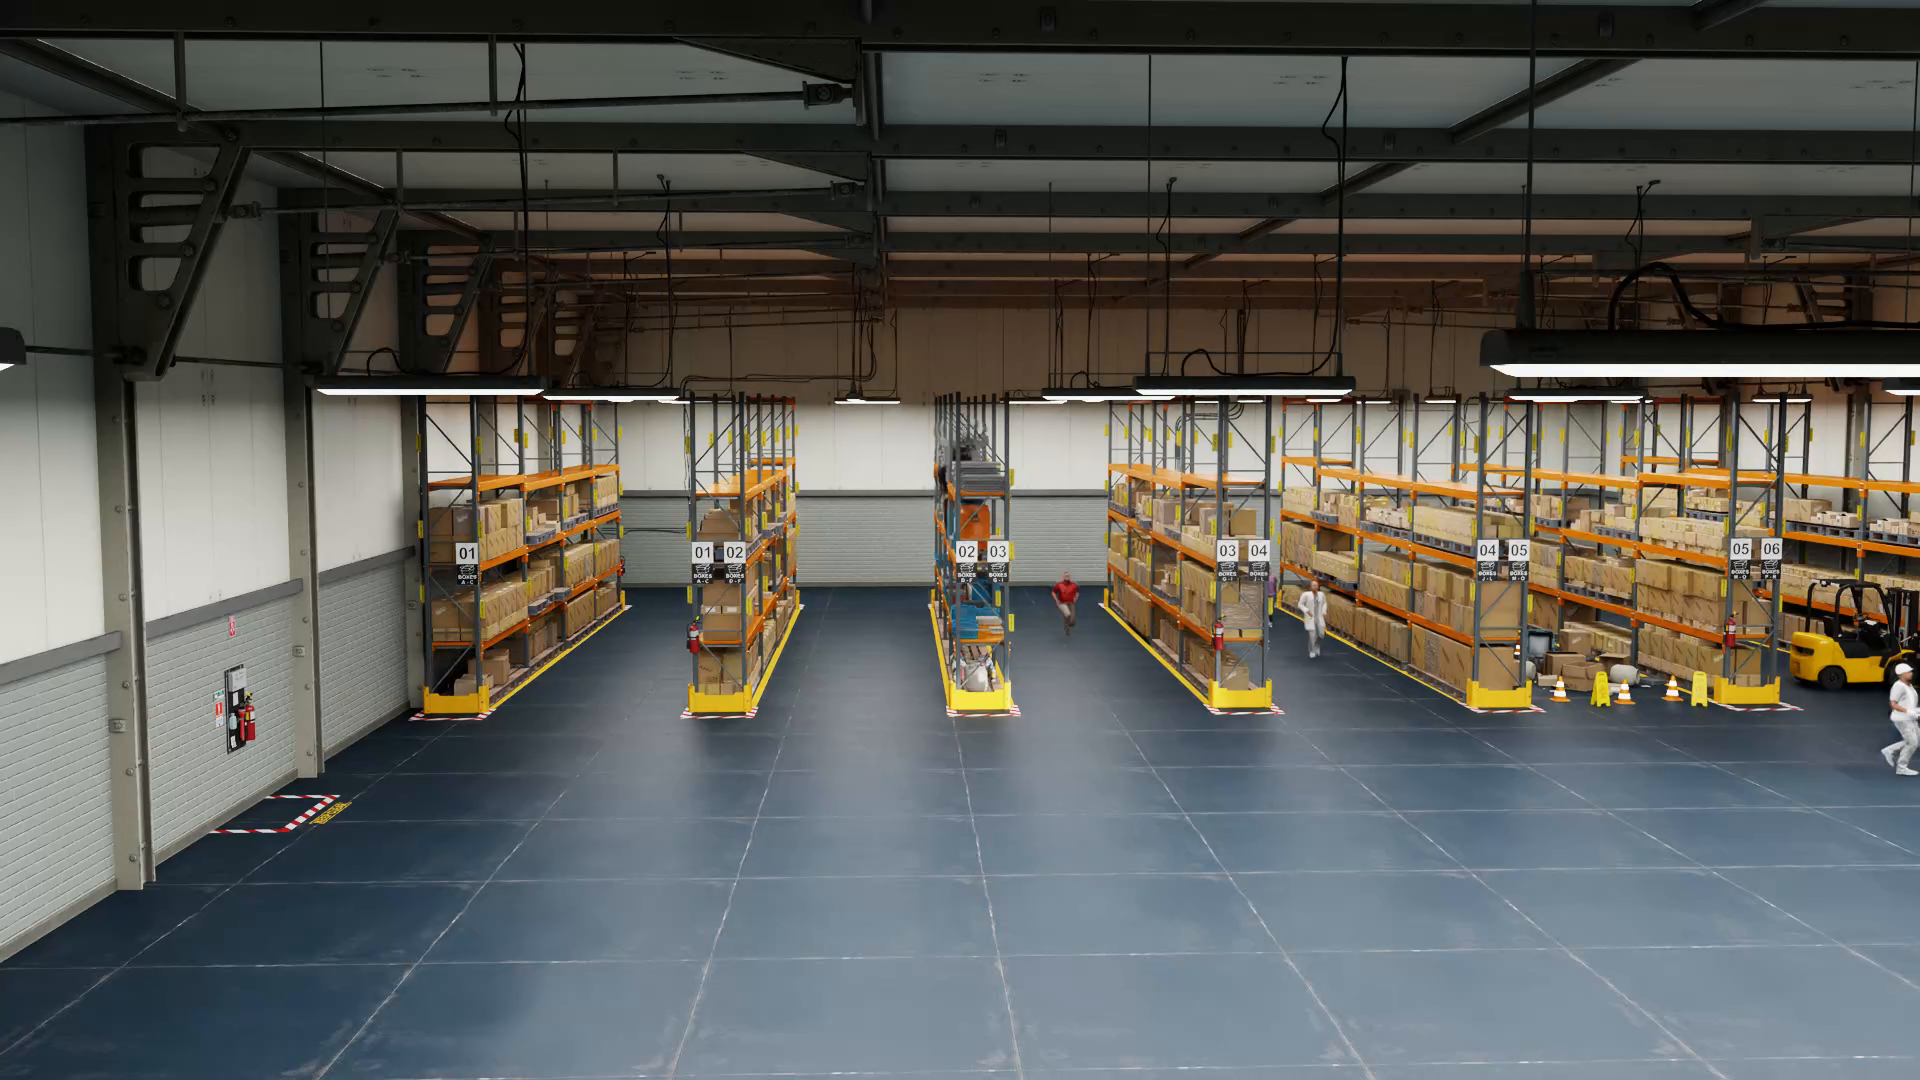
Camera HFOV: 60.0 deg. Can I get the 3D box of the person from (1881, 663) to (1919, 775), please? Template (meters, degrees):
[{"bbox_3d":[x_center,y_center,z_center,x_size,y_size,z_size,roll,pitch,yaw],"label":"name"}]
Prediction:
[{"bbox_3d":[14.676,2.784,25.870,0.621,1.733,0.679,4,6,42],"label":"person"}]

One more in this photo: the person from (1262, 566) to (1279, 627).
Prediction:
[{"bbox_3d":[8.109,1.458,43.622,0.555,1.584,0.815,0,5,-1],"label":"person"}]

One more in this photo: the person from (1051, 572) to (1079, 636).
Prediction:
[{"bbox_3d":[2.592,1.590,40.612,0.671,1.616,0.859,-1,5,-12],"label":"person"}]

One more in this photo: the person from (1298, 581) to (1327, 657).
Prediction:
[{"bbox_3d":[8.083,1.811,37.965,0.716,1.744,0.618,0,5,-5],"label":"person"}]
